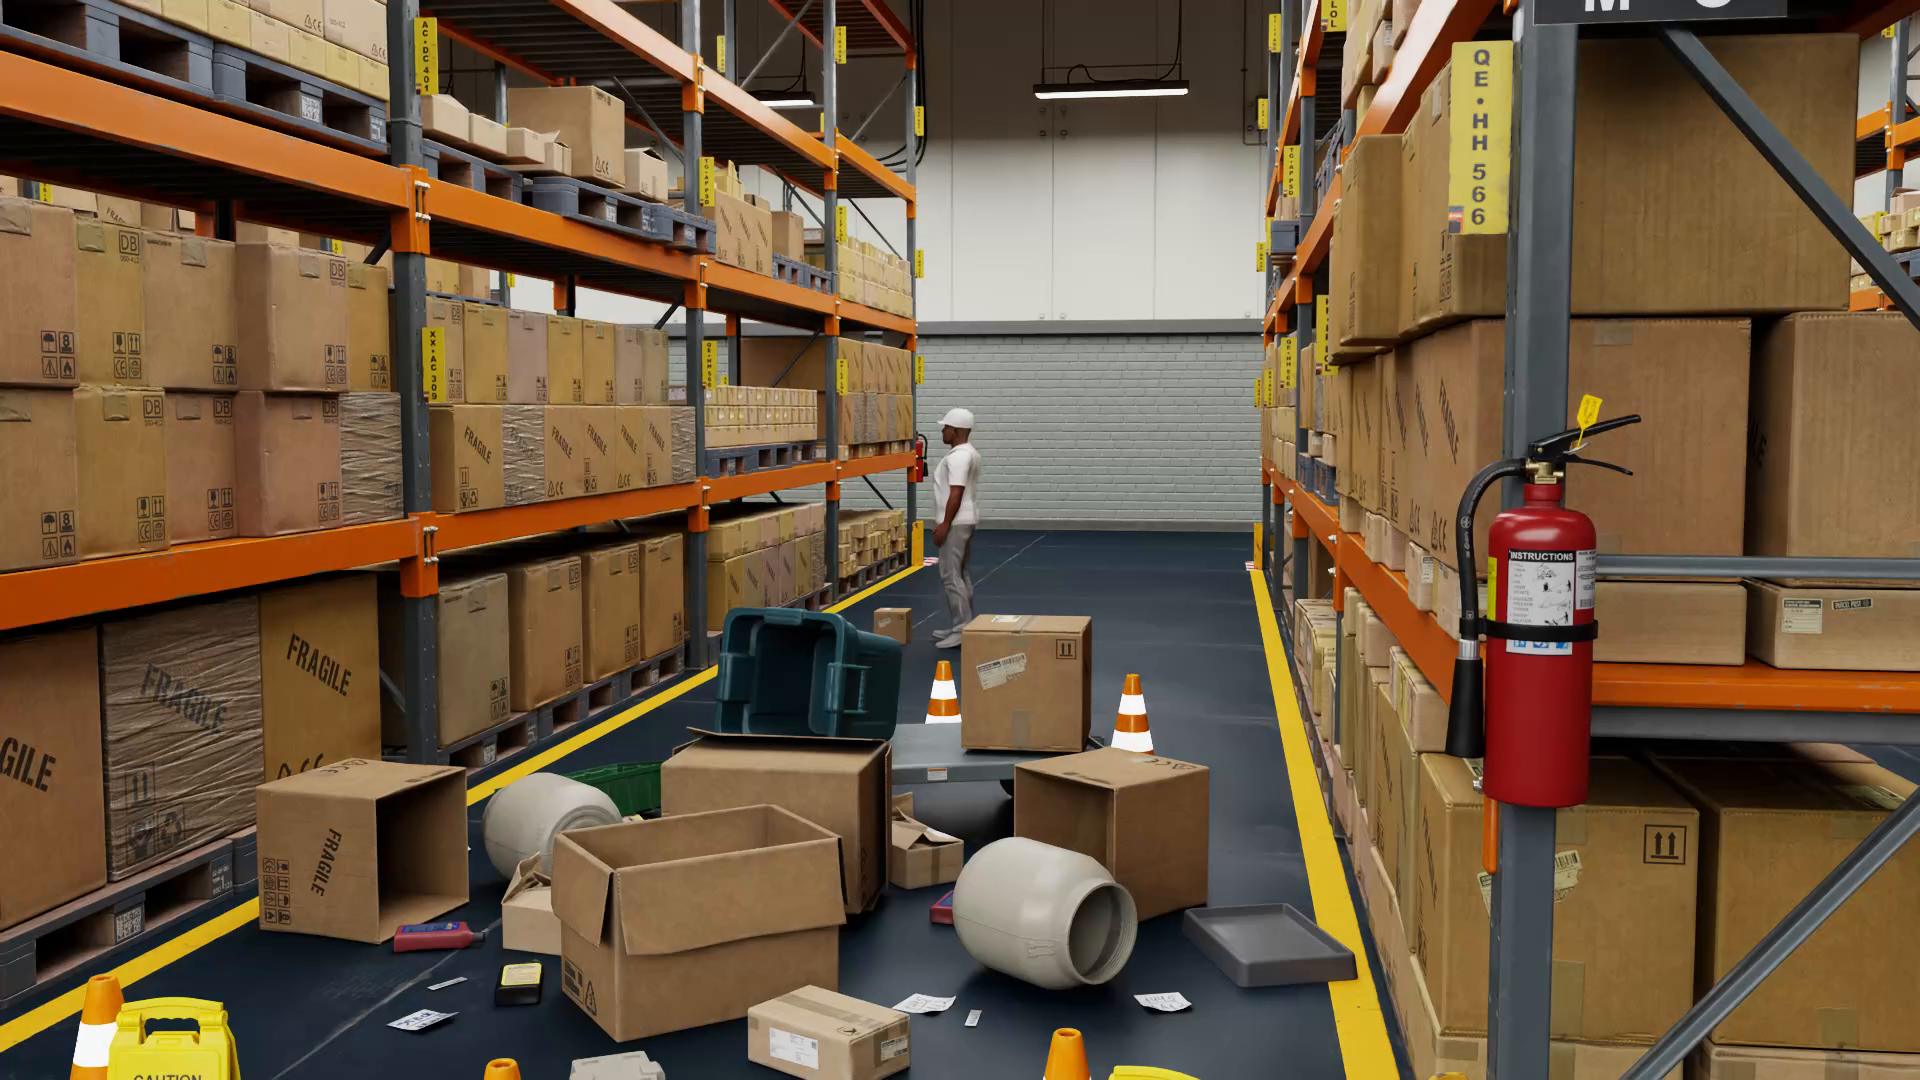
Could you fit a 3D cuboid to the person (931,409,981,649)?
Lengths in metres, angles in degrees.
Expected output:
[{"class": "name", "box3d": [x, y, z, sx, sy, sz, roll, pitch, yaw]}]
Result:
[{"class": "person", "box3d": [-0.044, -0.099, 12.632, 0.376, 1.795, 0.579, 1, 5, 10]}]
